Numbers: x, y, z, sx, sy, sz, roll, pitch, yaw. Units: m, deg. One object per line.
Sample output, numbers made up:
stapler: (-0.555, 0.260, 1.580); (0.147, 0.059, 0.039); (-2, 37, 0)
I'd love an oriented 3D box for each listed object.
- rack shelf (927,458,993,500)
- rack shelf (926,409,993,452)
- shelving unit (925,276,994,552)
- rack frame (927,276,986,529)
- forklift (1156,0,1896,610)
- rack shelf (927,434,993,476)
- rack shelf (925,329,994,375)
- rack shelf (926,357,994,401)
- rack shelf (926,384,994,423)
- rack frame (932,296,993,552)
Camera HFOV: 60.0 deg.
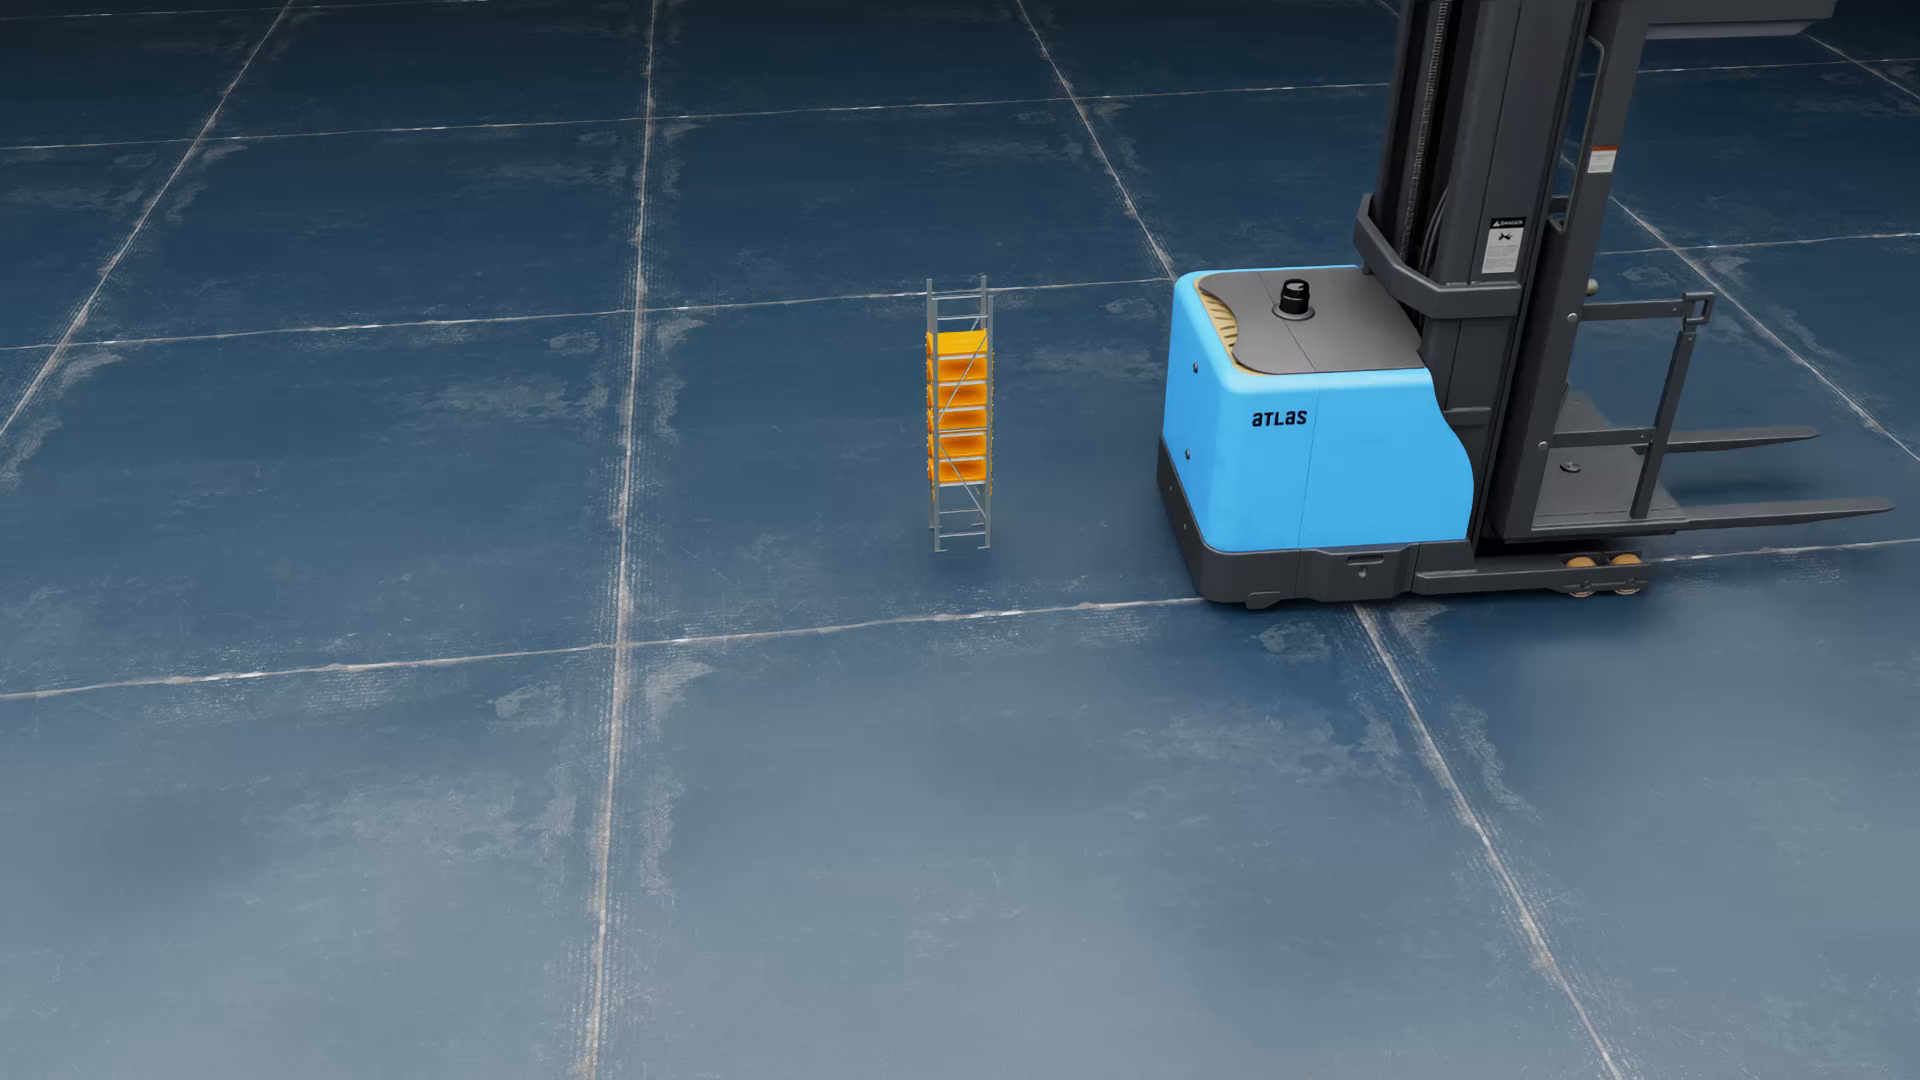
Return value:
rack shelf: (-0.002, -0.269, 7.084); (0.258, 0.103, 0.180); (-4, 35, -6)
rack shelf: (-0.002, -0.467, 6.949); (0.258, 0.103, 0.180); (-4, 35, -6)
shelving unit: (-0.002, -0.504, 6.924); (0.258, 1.200, 0.189); (-4, 35, -6)
rack frame: (-0.014, -0.555, 6.999); (0.240, 1.200, 0.006); (-4, 35, -6)
forklift: (2.437, -1.269, 6.509); (3.031, 2.935, 1.130); (-3, 34, -5)
rack shelf: (-0.002, -0.368, 7.017); (0.258, 0.103, 0.180); (-4, 35, -6)
rack shelf: (-0.002, -0.765, 6.746); (0.258, 0.103, 0.180); (-4, 35, -6)
rack shelf: (-0.002, -0.665, 6.814); (0.258, 0.103, 0.180); (-4, 35, -6)
rack shelf: (-0.002, -0.566, 6.881); (0.258, 0.103, 0.180); (-4, 35, -6)
rack frame: (0.010, -0.453, 6.849); (0.240, 1.200, 0.006); (-4, 35, -6)
